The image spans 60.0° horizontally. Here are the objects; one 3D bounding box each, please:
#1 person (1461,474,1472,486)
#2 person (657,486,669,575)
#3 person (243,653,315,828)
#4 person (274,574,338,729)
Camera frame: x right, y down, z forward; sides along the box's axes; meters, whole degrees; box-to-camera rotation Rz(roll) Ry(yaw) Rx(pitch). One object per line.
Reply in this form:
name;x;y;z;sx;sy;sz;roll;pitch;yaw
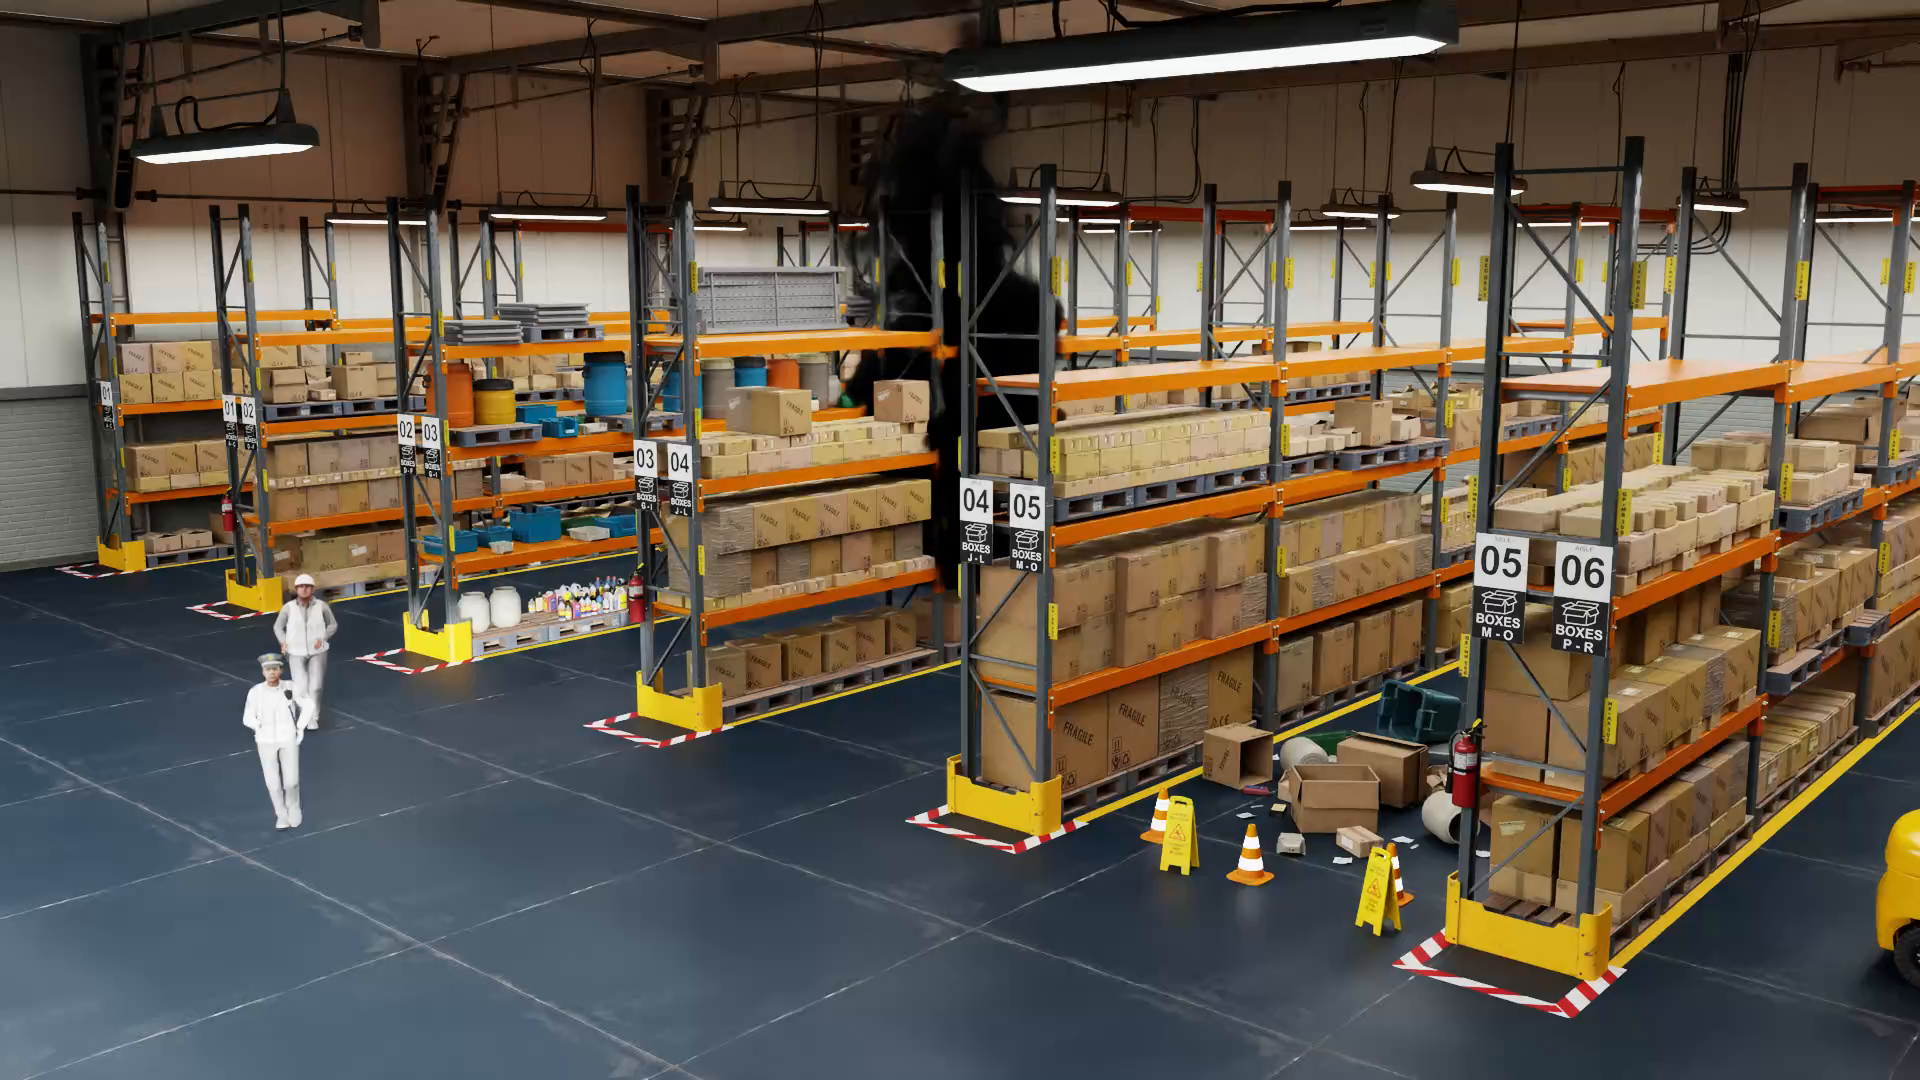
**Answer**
person;8.271;-0.169;26.906;0.697;1.803;0.897;9;13;43
person;-4.725;-0.319;27.737;0.715;1.754;1.021;6;11;31
person;-6.191;1.846;15.123;0.600;1.662;0.570;-3;10;-16
person;-7.318;1.237;18.651;0.671;1.728;0.597;-4;10;-23
